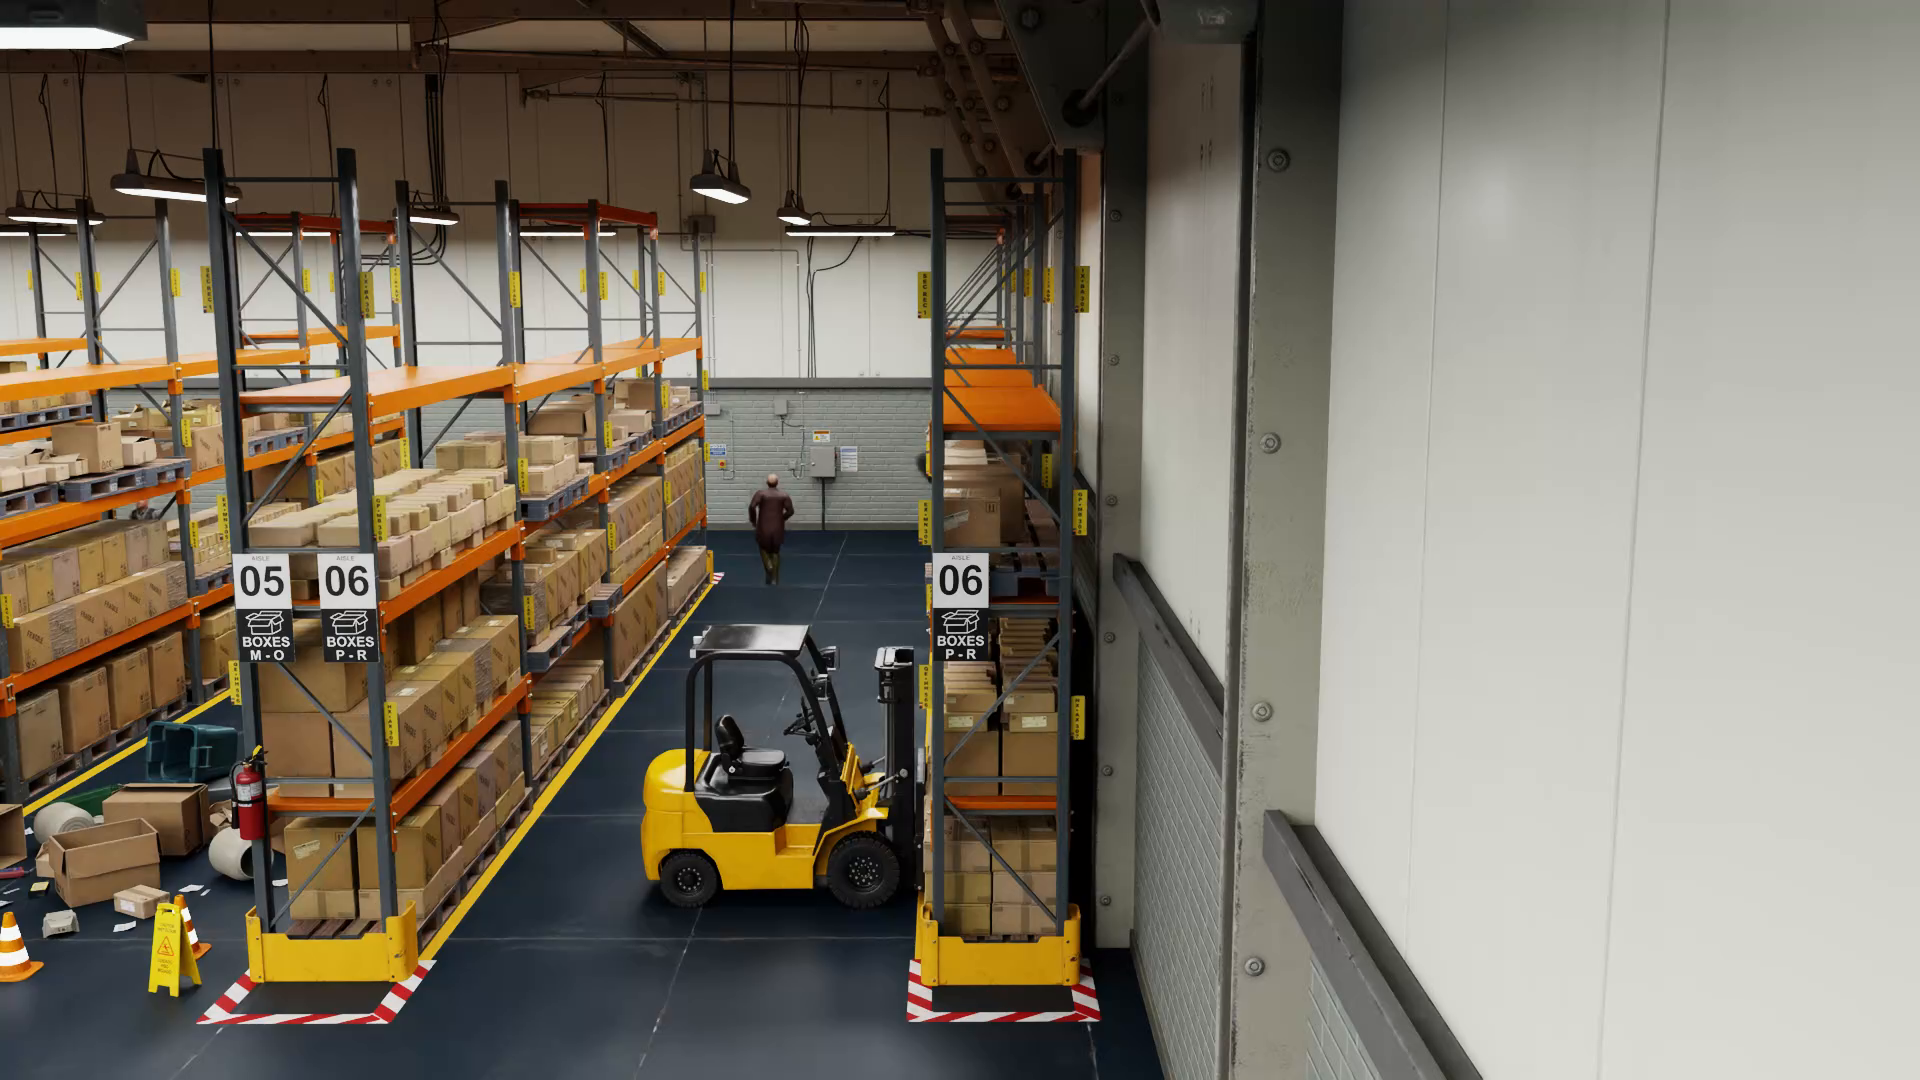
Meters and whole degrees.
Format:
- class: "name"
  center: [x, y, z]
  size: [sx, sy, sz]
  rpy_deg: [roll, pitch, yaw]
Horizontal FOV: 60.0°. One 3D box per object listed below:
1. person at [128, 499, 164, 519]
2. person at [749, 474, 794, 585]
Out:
- class: "person"
  center: [-12.887, 0.123, 26.414]
  size: [0.656, 1.738, 0.864]
  rpy_deg: [-1, 9, -5]
- class: "person"
  center: [-2.991, -0.171, 26.275]
  size: [0.721, 1.770, 0.578]
  rpy_deg: [-2, 9, -12]
